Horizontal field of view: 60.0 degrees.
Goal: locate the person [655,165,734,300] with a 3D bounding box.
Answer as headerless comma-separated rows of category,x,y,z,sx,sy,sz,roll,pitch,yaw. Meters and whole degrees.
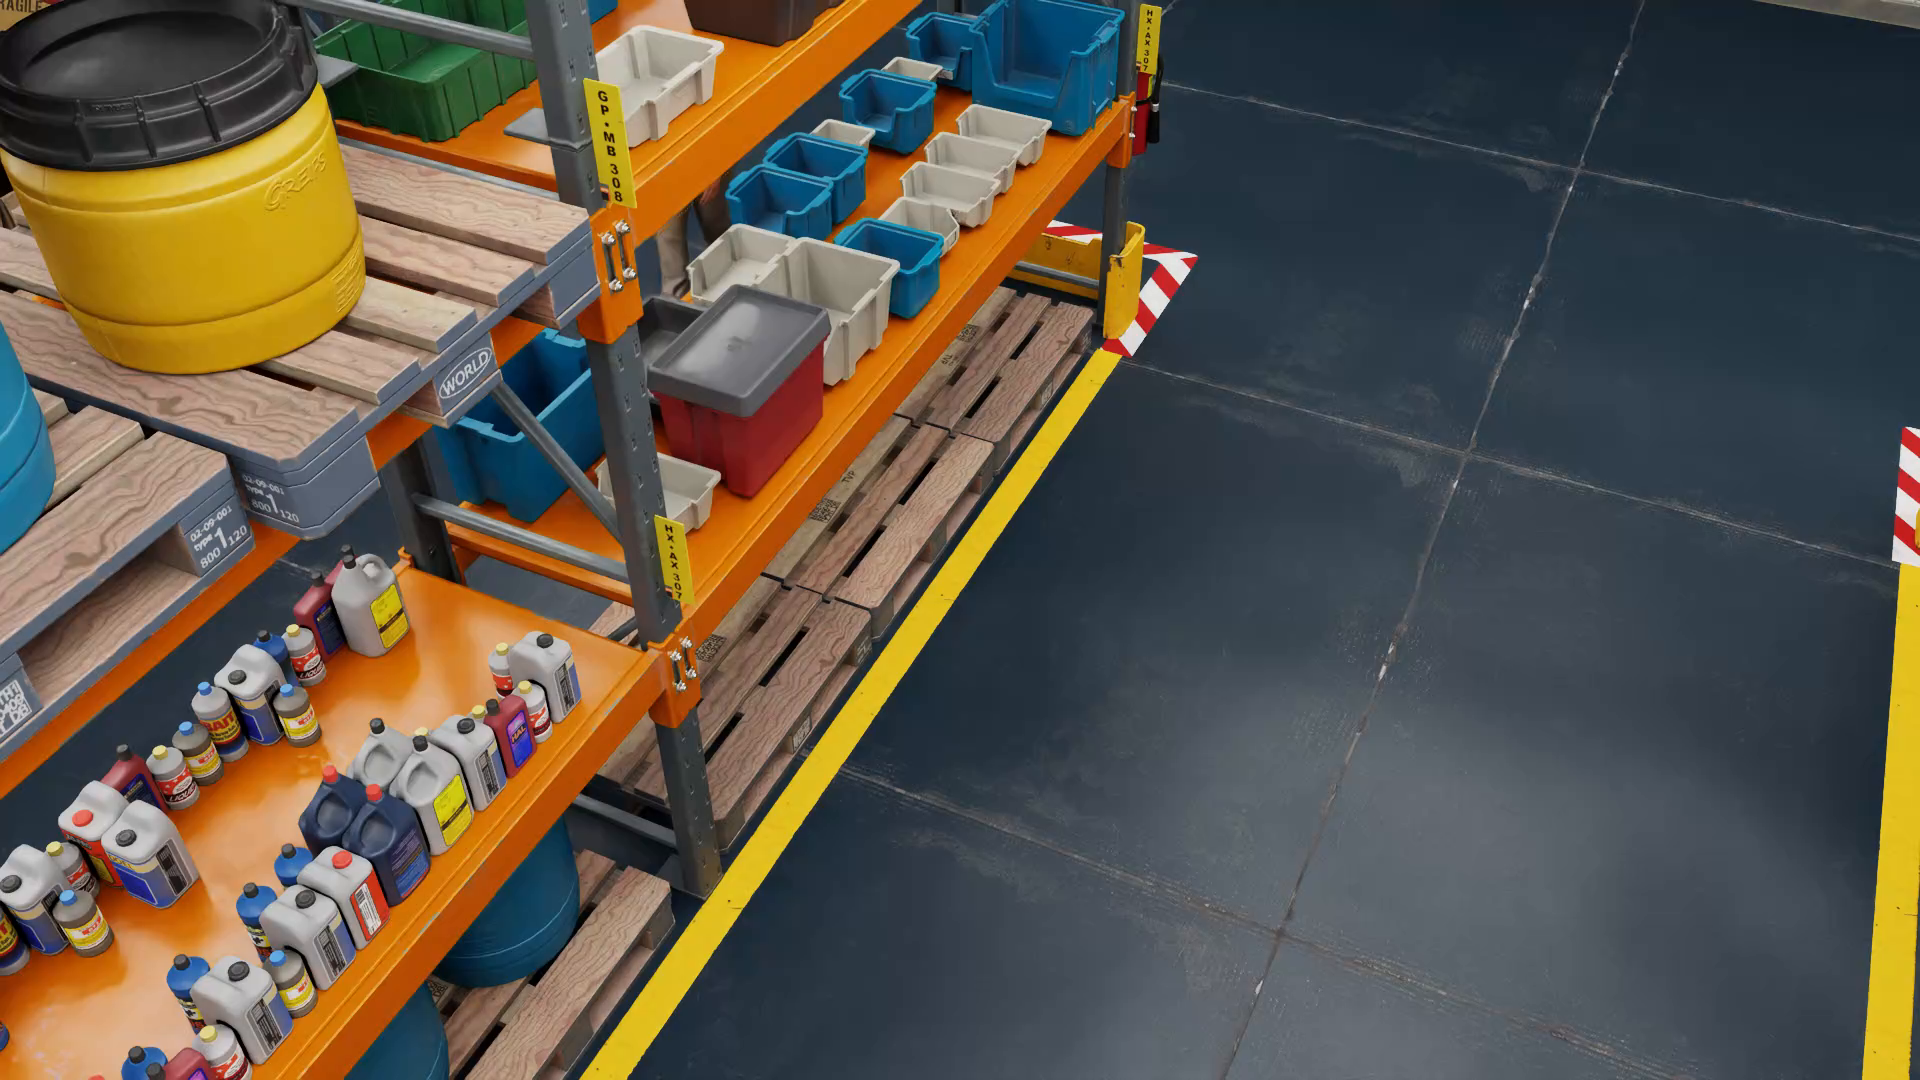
person,-1.371,-1.867,8.260,0.632,1.665,0.976,4,42,4
